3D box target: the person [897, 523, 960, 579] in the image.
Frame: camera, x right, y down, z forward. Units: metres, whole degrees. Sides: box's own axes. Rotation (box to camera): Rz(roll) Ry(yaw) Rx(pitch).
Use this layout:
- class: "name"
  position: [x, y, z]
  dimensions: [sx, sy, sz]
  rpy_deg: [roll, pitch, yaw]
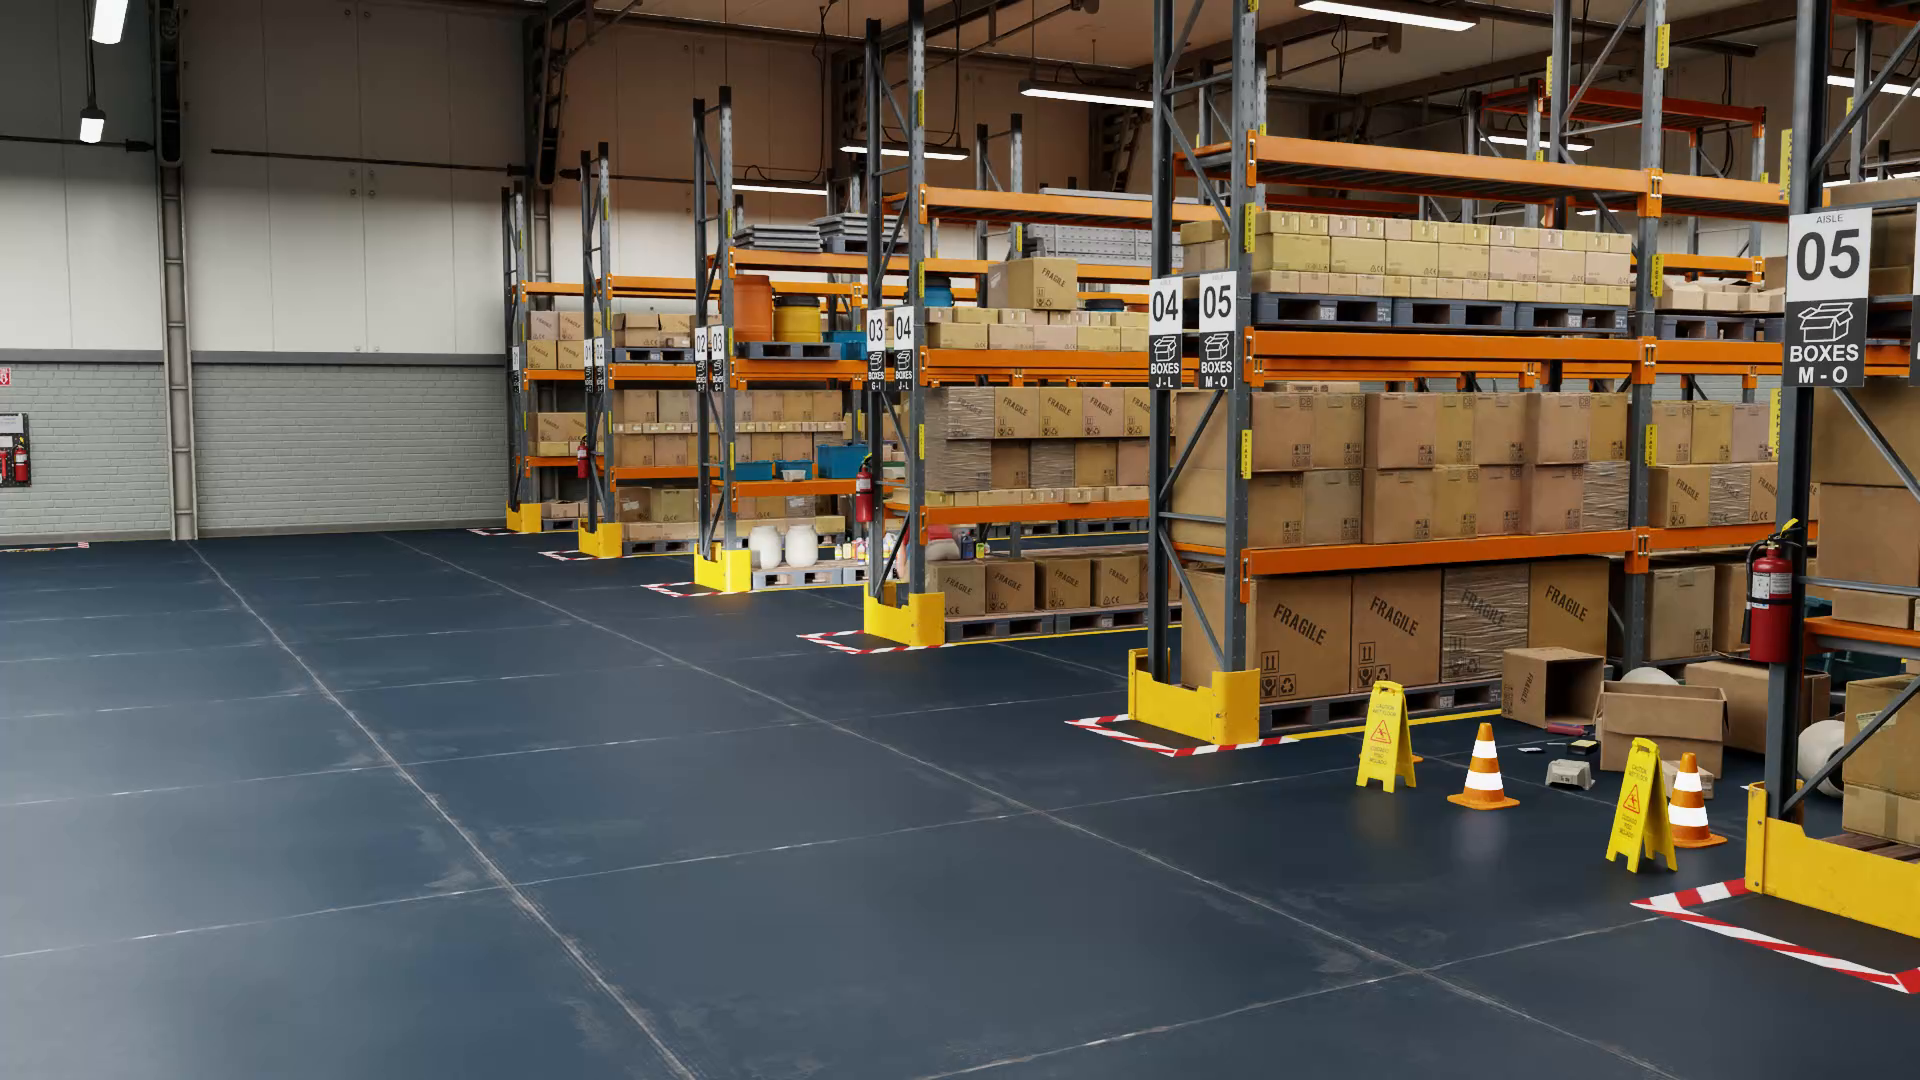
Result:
- class: "person"
  position: [-0.369, 0.176, 19.007]
  dimensions: [0.569, 1.095, 0.833]
  rpy_deg: [-3, 6, -29]
